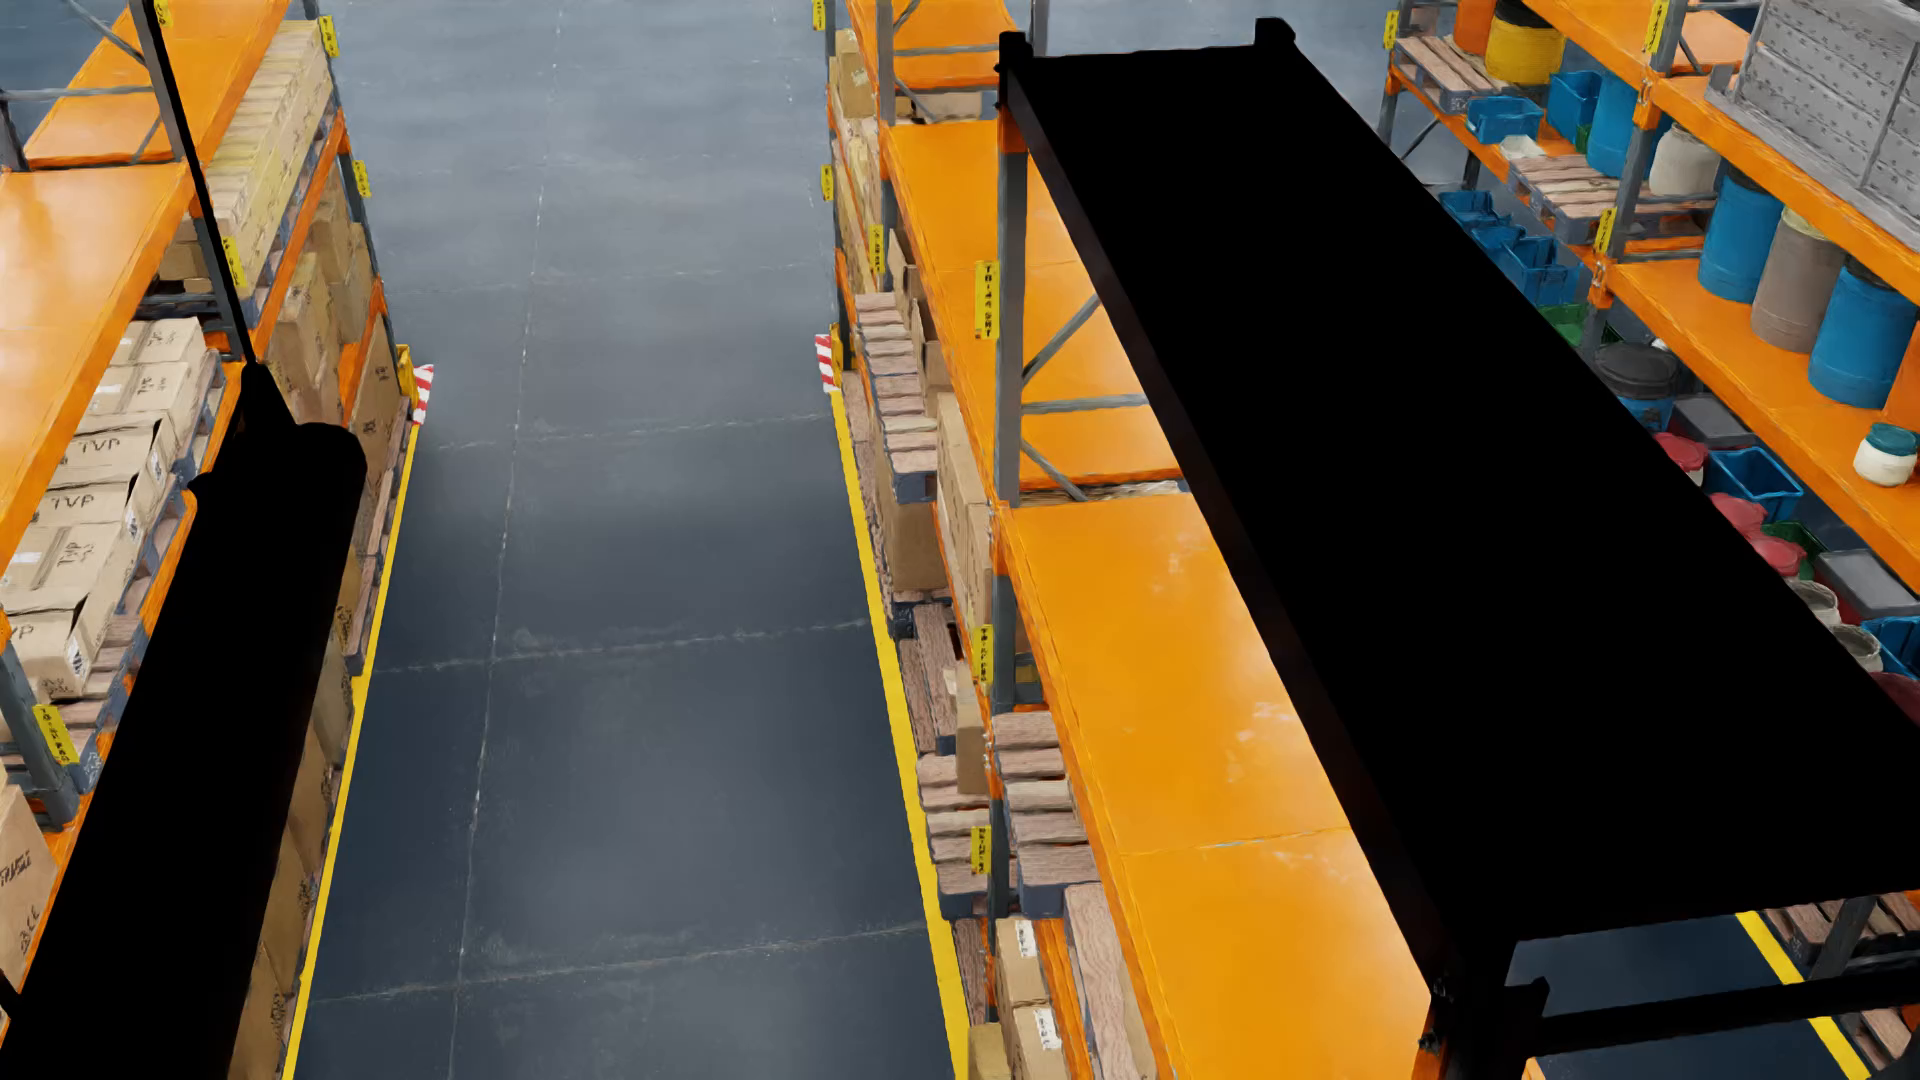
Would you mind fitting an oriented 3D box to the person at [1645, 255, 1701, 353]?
[{"bbox_3d":[6.877,-2.241,15.143,0.497,1.580,1.091,-7,37,-9],"label":"person"}]
